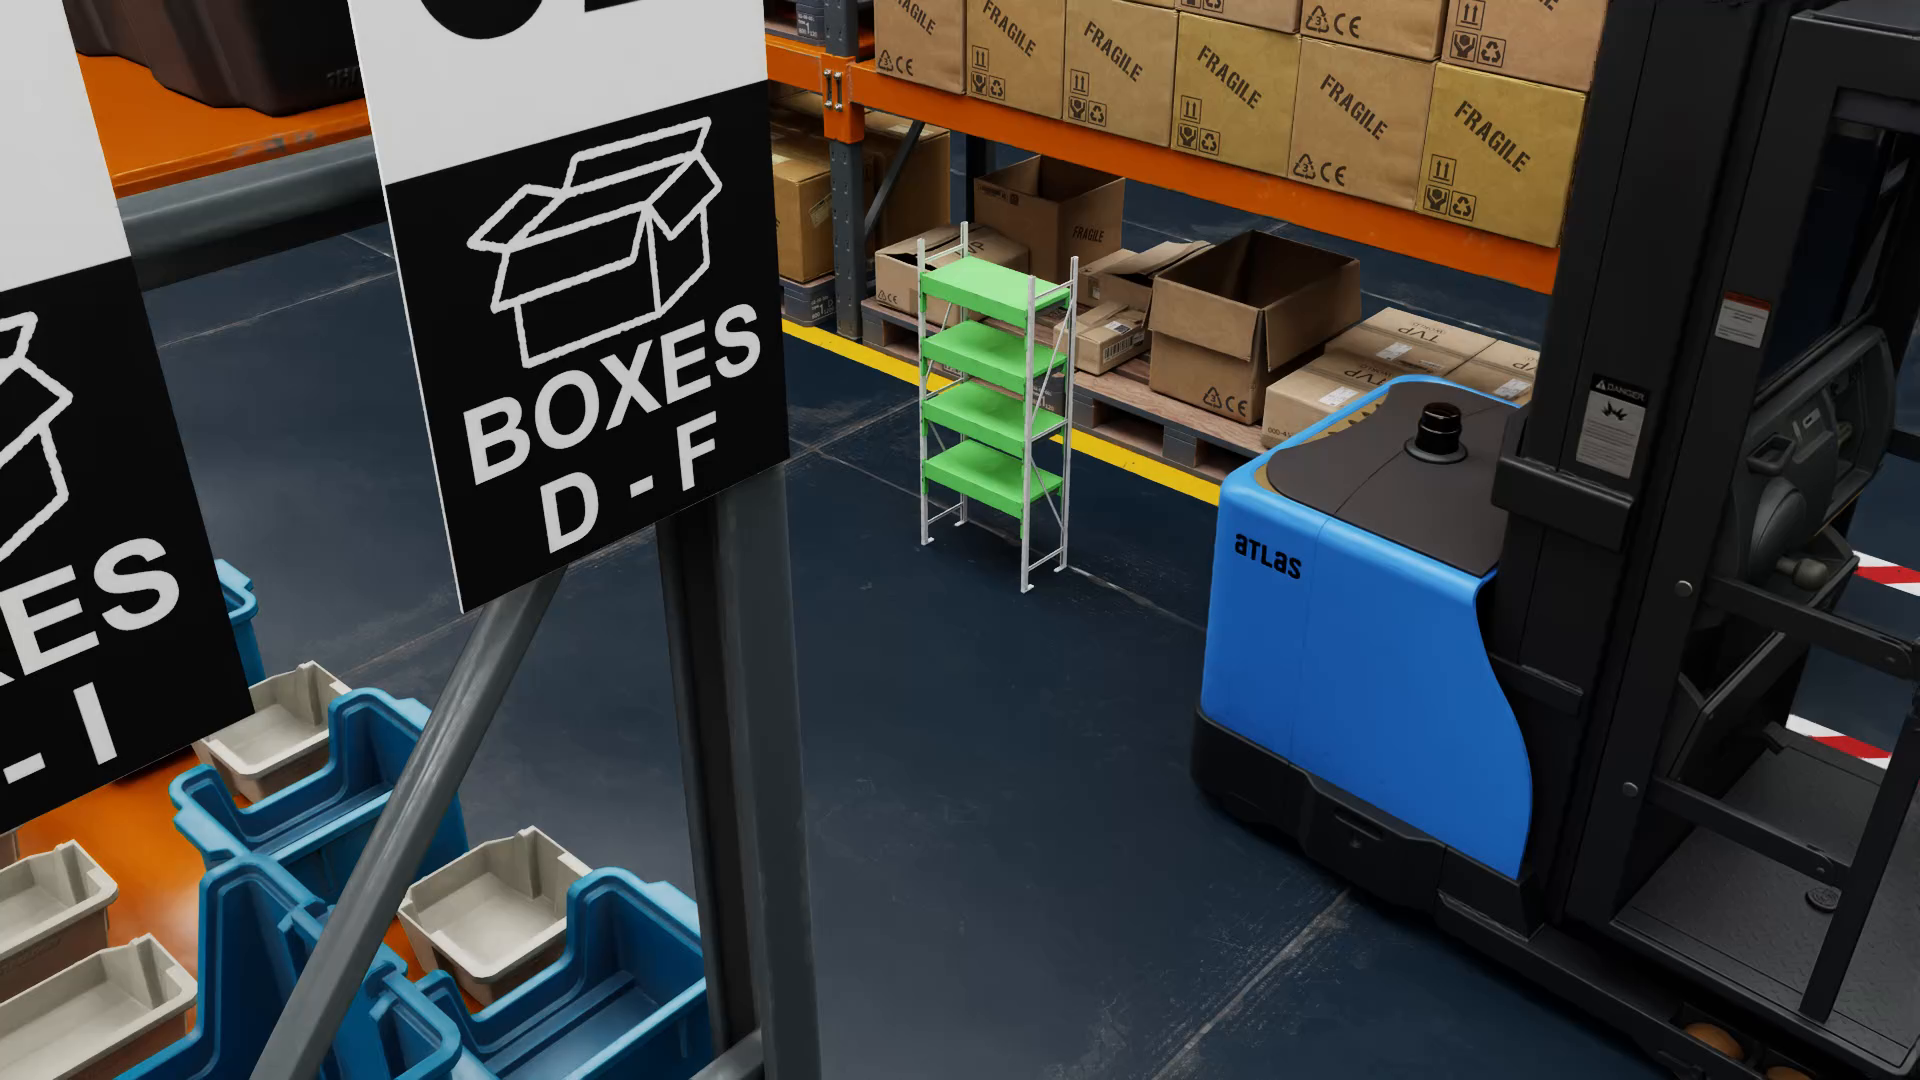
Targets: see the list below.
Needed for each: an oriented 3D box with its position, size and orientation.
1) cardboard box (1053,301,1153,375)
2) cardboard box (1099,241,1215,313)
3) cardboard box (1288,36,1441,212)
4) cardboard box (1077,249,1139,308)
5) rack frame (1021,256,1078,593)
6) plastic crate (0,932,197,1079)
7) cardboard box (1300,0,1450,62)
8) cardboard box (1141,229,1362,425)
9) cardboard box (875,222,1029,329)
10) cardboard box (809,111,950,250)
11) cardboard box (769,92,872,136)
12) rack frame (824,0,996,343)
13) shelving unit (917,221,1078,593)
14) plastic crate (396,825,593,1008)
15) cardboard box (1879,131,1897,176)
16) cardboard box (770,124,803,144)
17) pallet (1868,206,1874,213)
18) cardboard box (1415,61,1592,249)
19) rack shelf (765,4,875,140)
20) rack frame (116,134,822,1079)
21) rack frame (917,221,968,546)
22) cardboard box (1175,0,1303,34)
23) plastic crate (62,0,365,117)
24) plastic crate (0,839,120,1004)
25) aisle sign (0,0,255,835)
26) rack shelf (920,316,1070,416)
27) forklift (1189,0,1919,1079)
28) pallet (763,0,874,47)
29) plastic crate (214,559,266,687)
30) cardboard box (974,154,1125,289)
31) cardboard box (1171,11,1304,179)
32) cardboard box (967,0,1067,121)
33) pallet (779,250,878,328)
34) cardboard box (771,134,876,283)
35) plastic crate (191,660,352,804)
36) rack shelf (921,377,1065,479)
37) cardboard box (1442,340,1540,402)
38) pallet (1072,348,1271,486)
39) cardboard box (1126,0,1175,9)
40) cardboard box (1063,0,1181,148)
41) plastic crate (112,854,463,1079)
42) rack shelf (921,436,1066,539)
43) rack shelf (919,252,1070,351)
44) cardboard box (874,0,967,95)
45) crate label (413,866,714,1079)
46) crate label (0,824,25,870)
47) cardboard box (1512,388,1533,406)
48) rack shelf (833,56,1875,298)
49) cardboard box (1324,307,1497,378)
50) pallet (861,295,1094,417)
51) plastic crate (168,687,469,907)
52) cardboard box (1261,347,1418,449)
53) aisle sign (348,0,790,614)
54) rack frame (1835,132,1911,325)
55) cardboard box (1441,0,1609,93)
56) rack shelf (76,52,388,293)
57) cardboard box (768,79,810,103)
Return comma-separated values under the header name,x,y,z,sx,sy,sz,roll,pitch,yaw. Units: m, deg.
name,x,y,z,sx,sy,sz,roll,pitch,yaw
cardboard box,0.613,-0.873,7.113,0.250,0.166,0.380,25,39,35
cardboard box,0.967,-1.111,7.367,0.500,0.311,0.500,25,39,35
cardboard box,1.496,-1.485,5.711,0.500,0.500,0.500,25,39,35
cardboard box,0.730,-1.194,7.662,0.250,0.149,0.380,25,39,35
rack frame,0.304,-0.372,5.705,0.015,1.200,0.240,25,39,35
plastic crate,-1.289,0.729,2.328,0.243,0.136,0.396,25,39,35
cardboard box,1.487,-1.910,5.448,0.500,0.500,0.500,26,40,36
cardboard box,1.195,-0.893,6.819,0.637,0.503,0.797,25,39,35
cardboard box,-0.035,-1.231,7.567,0.500,0.311,0.500,25,39,35
cardboard box,-0.397,-1.800,8.329,0.500,0.500,0.500,23,38,33
cardboard box,-0.800,-1.981,8.629,0.500,0.500,0.500,26,39,36
rack frame,-0.202,-2.422,7.365,0.127,3.000,1.000,25,39,35
shelving unit,0.123,-0.457,5.845,0.503,1.200,0.258,25,39,35
plastic crate,-0.707,0.588,2.562,0.298,0.136,0.250,25,39,35
cardboard box,5.128,-2.420,9.377,0.500,0.500,0.700,25,39,35
cardboard box,-1.121,-1.775,8.288,0.500,0.500,0.500,25,39,35
pallet,5.440,-1.986,9.344,1.213,0.211,1.003,25,39,35
cardboard box,1.863,-1.310,5.421,0.500,0.500,0.500,25,39,35
rack shelf,-1.684,-2.806,8.701,4.000,0.370,1.077,25,39,35
rack frame,-0.565,0.856,1.919,0.053,2.616,0.949,25,39,35
rack frame,-0.058,-0.541,5.986,0.015,1.200,0.240,25,39,35
cardboard box,1.106,-2.088,5.744,0.500,0.500,0.500,26,40,36
plastic crate,-0.661,-0.614,1.580,0.590,0.269,0.497,25,39,35
plastic crate,-1.494,0.623,2.504,0.243,0.136,0.396,25,39,35
aisle sign,-0.706,-0.122,1.024,0.004,0.787,0.394,25,39,35
rack shelf,0.123,-0.608,5.755,0.480,0.148,0.258,25,39,35
forklift,2.090,-0.151,3.658,3.031,2.935,1.130,27,40,37
pallet,-0.721,-2.658,7.944,1.213,0.211,1.003,25,39,35
plastic crate,-1.501,0.234,3.057,0.300,0.233,0.416,25,39,35
cardboard box,0.411,-1.451,7.749,0.500,0.500,0.500,25,39,35
cardboard box,1.123,-1.659,6.001,0.500,0.500,0.500,24,39,34
cardboard box,0.375,-2.009,6.581,0.500,0.500,0.500,26,40,36
pallet,-0.830,-1.495,8.528,1.213,0.211,1.003,25,39,35
cardboard box,-0.760,-1.601,7.998,0.500,0.500,0.500,25,39,35
plastic crate,-1.210,0.353,2.952,0.298,0.136,0.250,25,39,35
rack shelf,0.123,-0.402,5.878,0.480,0.148,0.258,25,39,35
cardboard box,2.181,-0.518,6.442,0.500,0.250,0.500,25,39,35
pallet,1.216,-0.567,6.988,1.213,0.211,1.003,25,39,35
cardboard box,0.723,-2.266,6.040,0.500,0.500,0.500,24,38,34
cardboard box,0.745,-1.835,6.292,0.500,0.500,0.500,25,39,35
plastic crate,-0.936,0.770,1.971,0.499,0.435,0.616,25,39,35
rack shelf,0.123,-0.196,6.002,0.480,0.148,0.258,25,39,35
rack shelf,0.123,-0.813,5.631,0.480,0.148,0.258,25,39,35
cardboard box,-0.006,-2.185,6.873,0.500,0.500,0.500,26,40,36
crate label,-0.525,0.690,2.300,0.303,0.233,0.416,25,39,35
crate label,-1.717,0.536,2.648,0.243,0.136,0.396,25,39,35
cardboard box,2.196,-0.249,5.753,0.500,0.500,0.500,25,39,35
rack shelf,1.281,-1.422,6.401,4.000,0.370,1.077,25,39,35
cardboard box,1.810,-0.691,6.729,0.500,0.250,0.500,25,39,35
pallet,0.307,-0.989,7.689,1.213,0.211,1.003,25,39,35
plastic crate,-1.013,0.462,2.679,0.300,0.233,0.416,25,39,35
cardboard box,1.512,-0.483,6.383,0.500,0.250,0.500,25,39,35
aisle sign,-0.310,-0.347,1.398,0.004,0.787,0.394,25,39,35
rack frame,2.764,-1.038,5.066,0.127,3.000,1.000,25,39,35
cardboard box,1.875,-1.733,5.153,0.500,0.500,0.500,26,40,36
rack shelf,-2.045,-0.814,2.483,4.000,0.370,1.077,25,39,35
cardboard box,-1.138,-2.468,8.711,0.500,0.250,0.500,25,39,35
